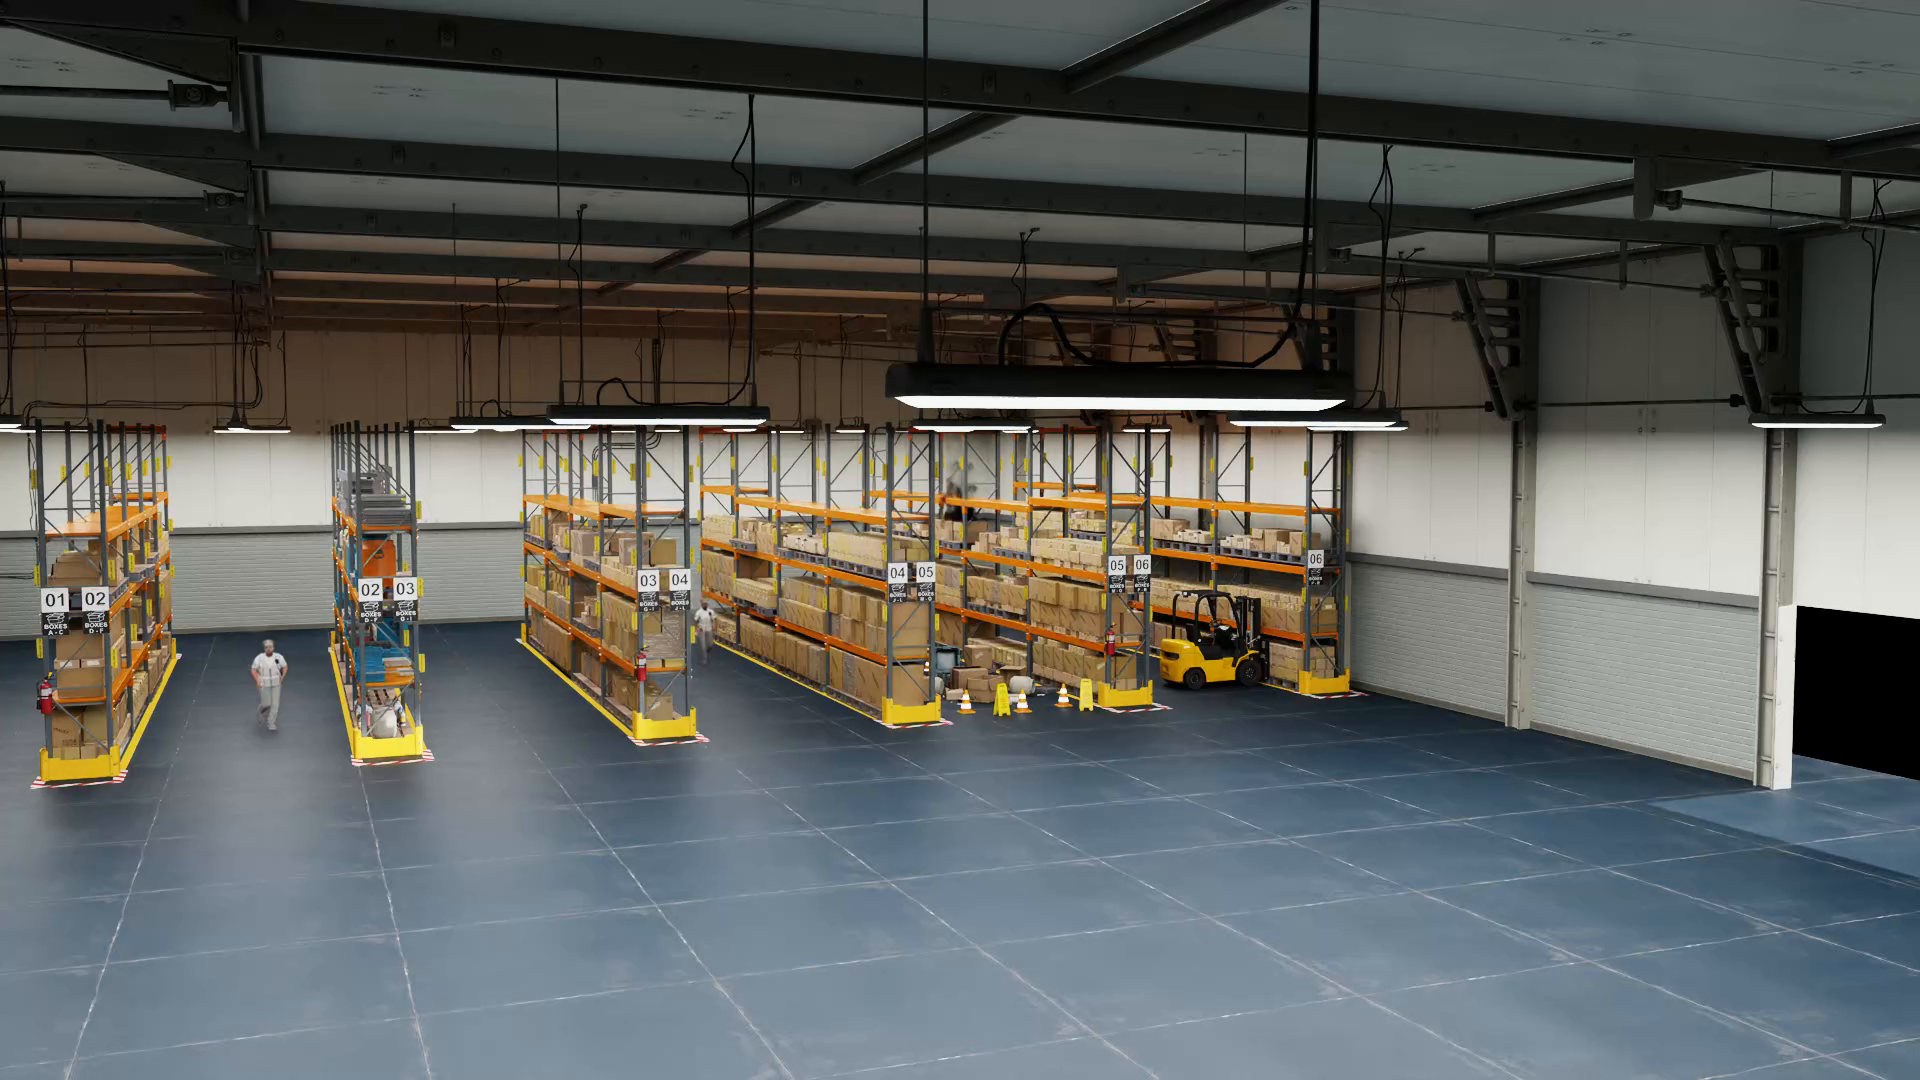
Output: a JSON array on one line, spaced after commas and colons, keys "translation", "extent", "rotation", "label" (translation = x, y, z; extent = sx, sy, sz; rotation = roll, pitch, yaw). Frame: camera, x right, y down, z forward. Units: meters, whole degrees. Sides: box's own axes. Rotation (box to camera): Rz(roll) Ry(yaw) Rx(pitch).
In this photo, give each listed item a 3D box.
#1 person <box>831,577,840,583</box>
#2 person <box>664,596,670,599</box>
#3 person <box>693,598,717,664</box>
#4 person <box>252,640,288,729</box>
[{"translation": [-3.868, 1.712, 50.954], "extent": [0.613, 1.686, 0.682], "rotation": [-2, 4, -24], "label": "person"}, {"translation": [-8.318, 2.016, 46.727], "extent": [0.642, 1.677, 0.750], "rotation": [-1, 4, -9], "label": "person"}, {"translation": [-6.394, 2.282, 41.834], "extent": [0.618, 1.654, 0.564], "rotation": [-1, 4, -19], "label": "person"}, {"translation": [-13.522, 2.819, 32.616], "extent": [0.653, 1.758, 0.647], "rotation": [-2, 4, -30], "label": "person"}]
